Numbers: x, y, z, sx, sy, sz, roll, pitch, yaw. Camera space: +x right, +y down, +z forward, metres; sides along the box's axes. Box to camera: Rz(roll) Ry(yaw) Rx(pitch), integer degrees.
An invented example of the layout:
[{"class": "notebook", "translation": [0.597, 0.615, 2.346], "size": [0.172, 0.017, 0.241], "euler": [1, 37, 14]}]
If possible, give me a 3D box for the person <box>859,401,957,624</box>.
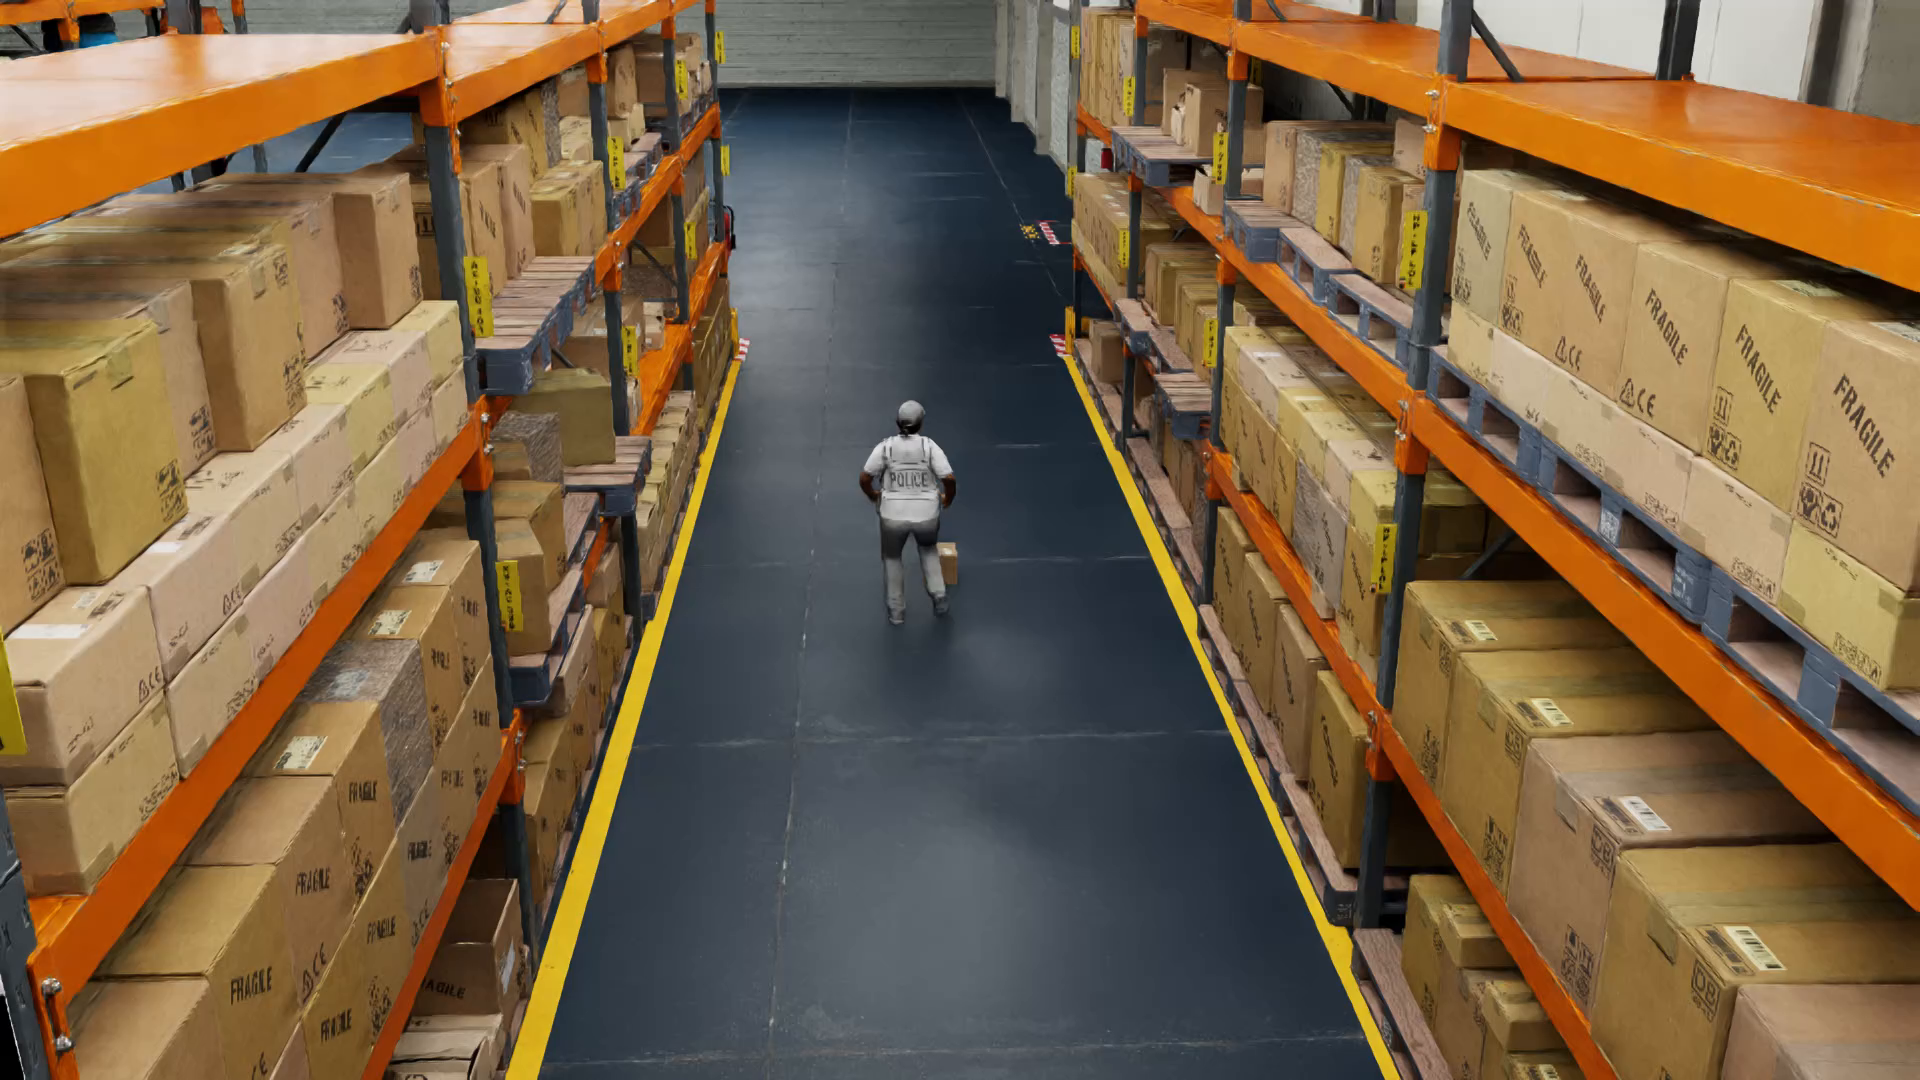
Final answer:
[{"class": "person", "translation": [-0.374, -0.196, 11.646], "size": [0.663, 1.642, 0.497], "euler": [-3, 21, -8]}]
